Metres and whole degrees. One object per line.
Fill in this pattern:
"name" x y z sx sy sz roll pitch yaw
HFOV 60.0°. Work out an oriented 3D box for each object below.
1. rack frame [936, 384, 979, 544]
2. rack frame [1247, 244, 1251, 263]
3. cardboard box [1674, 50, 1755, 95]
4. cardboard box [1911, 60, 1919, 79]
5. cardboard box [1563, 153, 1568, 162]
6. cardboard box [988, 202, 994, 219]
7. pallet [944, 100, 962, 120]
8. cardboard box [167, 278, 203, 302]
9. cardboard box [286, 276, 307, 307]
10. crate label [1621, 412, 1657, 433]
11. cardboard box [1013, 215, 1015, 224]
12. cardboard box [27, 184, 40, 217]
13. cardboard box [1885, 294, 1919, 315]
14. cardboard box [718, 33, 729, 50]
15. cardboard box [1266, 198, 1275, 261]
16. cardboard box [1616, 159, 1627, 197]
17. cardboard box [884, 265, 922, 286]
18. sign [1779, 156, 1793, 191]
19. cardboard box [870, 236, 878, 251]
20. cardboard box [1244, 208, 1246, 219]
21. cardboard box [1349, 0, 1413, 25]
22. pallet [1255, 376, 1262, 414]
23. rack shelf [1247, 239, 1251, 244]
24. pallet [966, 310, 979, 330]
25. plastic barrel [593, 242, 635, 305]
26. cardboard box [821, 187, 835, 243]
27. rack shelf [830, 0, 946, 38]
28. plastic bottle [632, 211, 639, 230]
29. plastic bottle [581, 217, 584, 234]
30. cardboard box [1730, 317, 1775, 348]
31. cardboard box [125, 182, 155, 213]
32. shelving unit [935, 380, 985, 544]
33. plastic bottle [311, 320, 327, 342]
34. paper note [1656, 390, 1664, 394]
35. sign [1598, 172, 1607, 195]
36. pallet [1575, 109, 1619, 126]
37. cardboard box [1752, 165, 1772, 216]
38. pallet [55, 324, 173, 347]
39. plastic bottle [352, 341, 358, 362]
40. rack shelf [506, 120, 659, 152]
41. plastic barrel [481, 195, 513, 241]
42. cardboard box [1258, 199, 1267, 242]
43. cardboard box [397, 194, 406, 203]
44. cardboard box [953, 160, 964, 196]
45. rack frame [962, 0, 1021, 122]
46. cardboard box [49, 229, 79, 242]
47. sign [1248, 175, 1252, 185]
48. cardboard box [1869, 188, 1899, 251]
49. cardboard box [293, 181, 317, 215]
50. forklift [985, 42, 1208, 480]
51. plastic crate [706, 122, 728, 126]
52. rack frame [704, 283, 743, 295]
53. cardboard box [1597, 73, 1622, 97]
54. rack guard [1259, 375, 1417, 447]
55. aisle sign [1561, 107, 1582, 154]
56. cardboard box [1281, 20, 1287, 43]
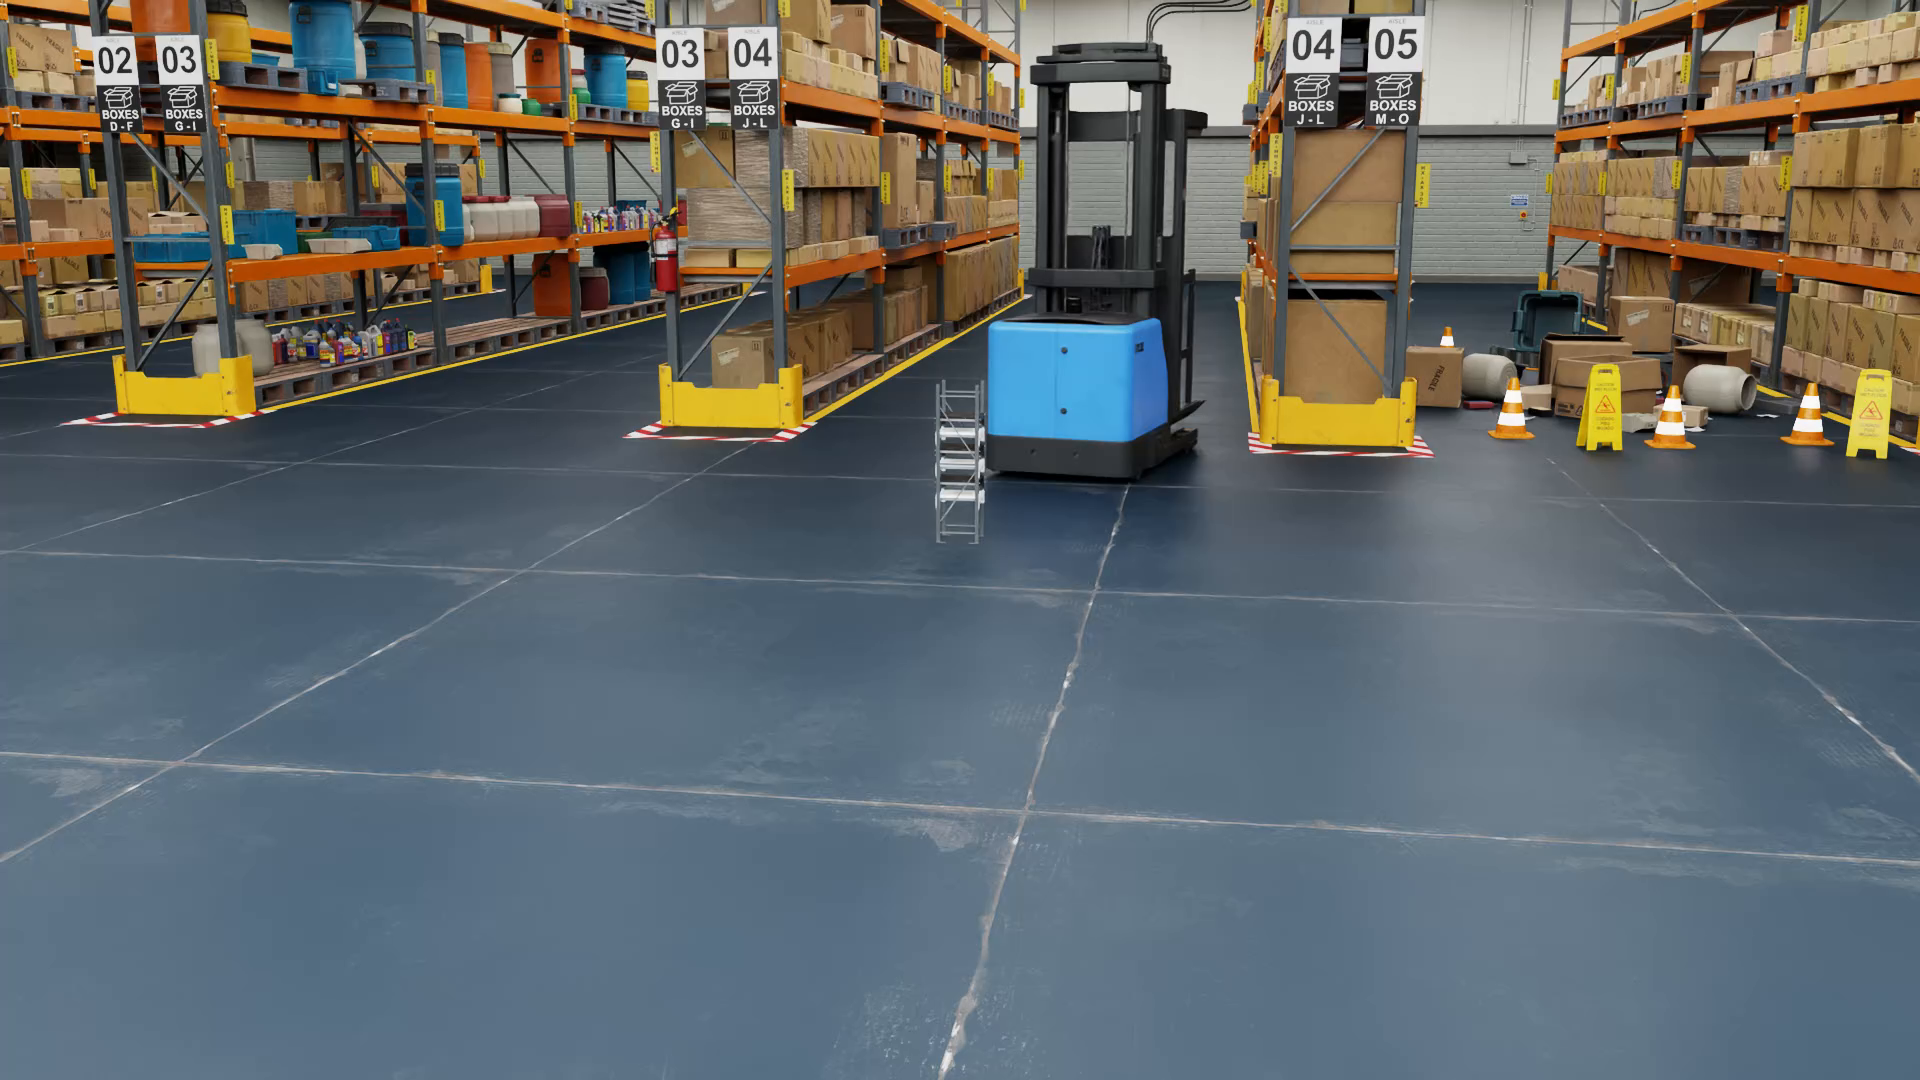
"rack frame" -0.014 -0.420 9.308 0.240 0.900 0.006 2 12 9
"rack frame" 5.415 -5.574 28.237 1.000 3.000 0.127 2 12 9
"cardboard box" 9.000 -5.575 19.879 0.797 0.503 0.637 1 12 5
"cardboard box" 7.816 -3.742 13.212 0.380 0.149 0.250 2 12 8
"cardboard box" 9.871 -6.117 26.607 0.380 0.149 0.250 2 12 10
"cardboard box" 0.246 -5.084 25.616 0.500 0.250 0.500 2 12 8
"pallet" -0.654 -5.600 21.687 1.213 0.211 1.003 2 12 11
"cardboard box" -10.399 -3.322 21.987 0.500 0.311 0.500 2 12 8
"cardboard box" -9.979 -3.704 24.450 0.500 0.500 0.500 2 12 8
"crate label" 5.563 -0.967 13.654 0.250 0.136 0.298 -5 13 -21
"cardboard box" 0.722 -5.441 28.219 0.380 0.149 0.250 2 12 9
"cardboard box" -14.745 -5.293 25.945 0.500 0.500 0.500 2 12 9
"cardboard box" 7.717 -1.903 13.412 0.380 0.149 0.250 2 12 10
"cardboard box" -2.041 -4.131 13.832 0.380 0.149 0.250 1 12 7
"cardboard box" 3.263 -2.848 15.234 0.875 0.550 0.550 2 12 9
"cardboard box" 9.304 -4.950 22.734 0.500 0.500 0.500 2 12 8
"cardboard box" -0.774 -3.310 20.839 0.500 0.250 0.500 2 12 11
"sign" 7.927 -3.520 15.958 0.100 0.325 0.005 2 12 9
"cardboard box" -1.058 -3.081 17.264 0.380 0.149 0.250 2 12 9
"cardboard box" 3.967 -4.322 22.026 0.380 0.149 0.250 1 12 6
"cardboard box" 3.282 -4.128 12.824 0.500 0.250 0.500 2 12 9
"pallet" 3.190 -1.302 15.035 1.003 0.211 1.213 2 12 9
"rack shelf" 5.108 -4.806 26.381 1.077 0.370 4.000 2 12 9
"pallet" -0.315 -3.142 23.572 1.003 0.211 1.213 2 12 9
"plastic barrel" -5.189 -4.003 24.931 0.600 0.901 0.708 2 12 9
"cardboard box" -1.653 -3.047 15.570 0.875 0.500 0.500 2 12 9
"rack shelf" -1.008 -6.059 18.907 1.077 0.370 4.000 2 12 9
"plastic bottle" -4.854 -4.749 24.705 0.152 0.276 0.135 2 12 9
"plastic bottle" -5.164 -4.291 22.589 0.097 0.271 0.097 0 12 0
"cardboard box" 8.662 -2.116 17.434 0.950 0.372 0.625 3 12 12
"cardboard box" -14.551 -5.815 28.645 0.980 0.700 0.700 2 12 7
"shelving unit" 0.001 -0.442 9.406 0.258 0.900 0.210 2 12 9
"plastic bottle" -6.773 -2.144 17.567 0.144 0.351 0.185 1 12 6
"paper note" 6.709 -1.430 16.057 0.148 0.019 0.142 2 12 9
"sign" 9.158 -5.081 23.709 0.100 0.325 0.005 2 12 9
"pallet" 10.033 -6.448 25.384 1.003 0.211 1.213 2 12 9
"cardboard box" 8.396 -3.543 16.873 0.500 0.500 0.500 2 12 9
"pallet" -10.844 -2.626 21.176 1.003 0.211 1.213 2 12 9
"plastic bottle" -6.155 -1.913 16.847 0.097 0.201 0.097 0 12 0
"rack shelf" -5.287 -5.782 23.789 1.077 0.370 4.000 2 12 9
"plastic barrel" -5.666 -3.919 20.238 0.433 0.535 0.433 0 12 0
"cardboard box" 3.696 -3.662 19.128 0.500 0.500 0.500 2 12 9
"cardboard box" -9.450 -5.498 27.646 0.500 0.500 0.500 2 12 10
"cardboard box" -0.372 -5.057 23.219 0.797 0.503 0.637 2 12 10
"rack frame" 0.530 -8.688 28.449 1.000 3.000 0.127 2 12 9
"cardboard box" -10.765 -3.634 19.834 0.380 0.149 0.250 2 12 9
"sign" 4.263 -5.180 24.357 0.100 0.325 0.005 2 12 9
"cardboard box" 7.834 -2.628 13.625 0.500 0.500 0.500 2 12 8
"cardboard box" -10.084 -5.129 24.939 0.700 0.500 0.500 -1 12 -6
"forklift" 1.175 -2.106 12.309 1.130 2.935 3.031 5 13 20
"plastic crate" -4.234 -7.064 28.536 0.450 0.188 0.336 2 12 9
"rack frame" -4.364 -5.916 29.825 1.000 3.000 0.127 2 12 9
"cardboard box" 9.882 -6.655 24.653 0.797 0.503 0.637 3 12 13
"rack guard" 2.951 -1.016 13.023 1.175 0.500 0.348 2 12 9
"aisle sign" 10.046 -6.730 27.430 0.394 0.787 0.004 2 12 9
"cardboard box" 2.671 -3.921 12.810 0.380 0.149 0.250 2 12 9
